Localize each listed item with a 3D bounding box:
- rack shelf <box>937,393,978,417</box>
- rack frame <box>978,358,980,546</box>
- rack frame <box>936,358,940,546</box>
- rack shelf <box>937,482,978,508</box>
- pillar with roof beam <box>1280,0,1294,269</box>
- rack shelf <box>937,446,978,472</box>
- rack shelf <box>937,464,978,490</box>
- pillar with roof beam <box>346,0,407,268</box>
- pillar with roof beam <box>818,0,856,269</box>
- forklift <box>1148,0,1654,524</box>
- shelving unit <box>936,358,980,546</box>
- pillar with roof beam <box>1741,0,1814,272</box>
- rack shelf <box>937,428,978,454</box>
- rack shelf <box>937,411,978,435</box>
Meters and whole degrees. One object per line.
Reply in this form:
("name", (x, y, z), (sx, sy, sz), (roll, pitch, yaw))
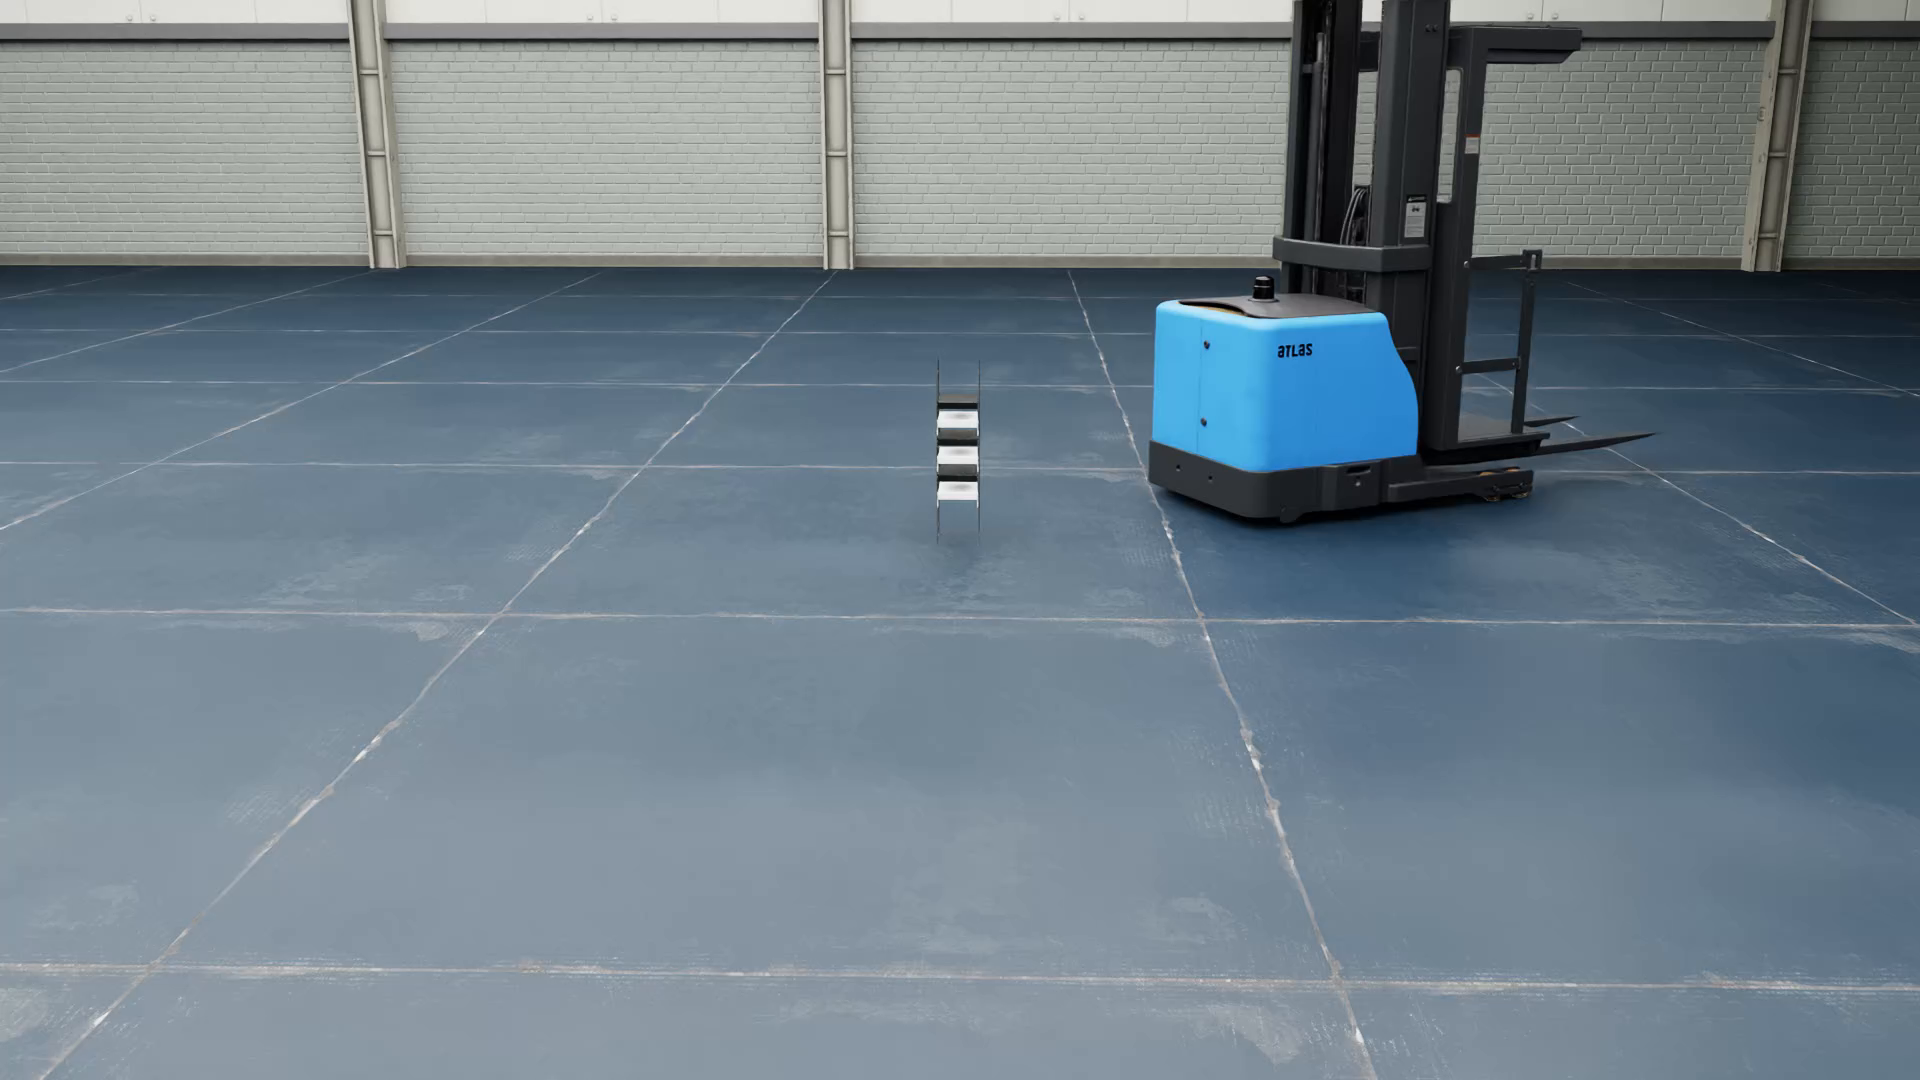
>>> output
("rack shelf", (-0.008, -0.664, 8.165), (0.200, 0.077, 0.258), (0, 15, 1))
("rack frame", (0.094, -0.435, 8.223), (0.006, 0.900, 0.240), (0, 15, 1))
("rack frame", (-0.110, -0.436, 8.228), (0.006, 0.900, 0.240), (0, 15, 1))
("rack shelf", (-0.008, -0.229, 8.280), (0.200, 0.077, 0.258), (0, 15, 1))
("pillar with roof beam", (4.302, -6.800, 16.475), (0.400, 9.000, 9.100), (0, 15, 1))
("rack shelf", (-0.008, -0.403, 8.234), (0.200, 0.077, 0.258), (0, 15, 1))
("rack shelf", (-0.008, -0.316, 8.257), (0.200, 0.077, 0.258), (0, 15, 1))
("pillar with roof beam", (-7.695, -6.879, 16.772), (0.400, 9.000, 9.100), (0, 15, 1))
("pillar with roof beam", (-1.697, -6.839, 16.623), (0.400, 9.000, 9.100), (0, 15, 1))
("forklift", (2.608, -1.739, 9.185), (3.031, 2.935, 1.130), (-7, 16, -25))
("shelving unit", (-0.008, -0.435, 8.225), (0.210, 0.900, 0.258), (0, 15, 1))
("pillar with roof beam", (10.300, -6.761, 16.327), (0.400, 9.000, 9.100), (0, 15, 1))
("rack shelf", (-0.008, -0.490, 8.211), (0.200, 0.077, 0.258), (0, 15, 1))
("rack shelf", (-0.008, -0.577, 8.188), (0.200, 0.077, 0.258), (0, 15, 1))
